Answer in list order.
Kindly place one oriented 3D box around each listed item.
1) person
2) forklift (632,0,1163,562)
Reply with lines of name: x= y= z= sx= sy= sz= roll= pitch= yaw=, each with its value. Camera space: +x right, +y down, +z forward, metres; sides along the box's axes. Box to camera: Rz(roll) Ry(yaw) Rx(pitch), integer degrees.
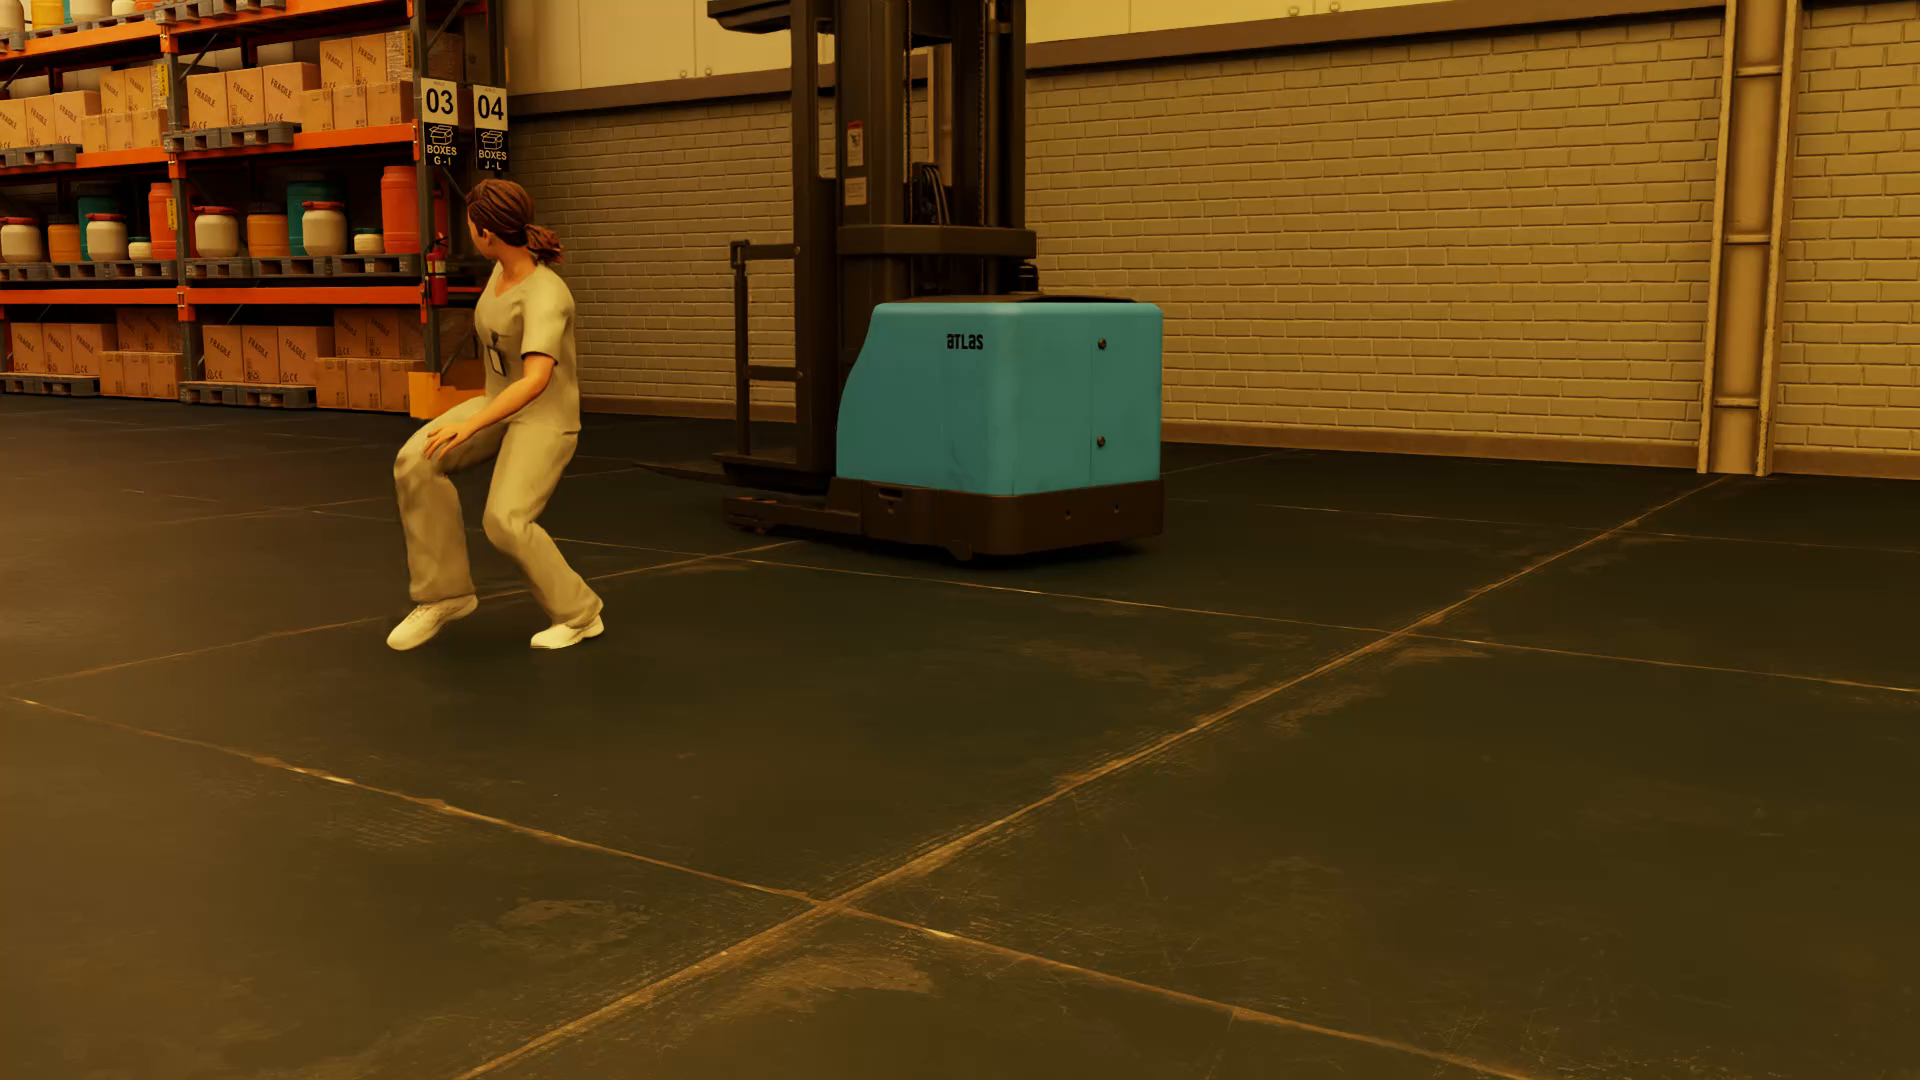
person: x=-1.491 y=-0.381 z=5.237 sx=0.667 sy=1.453 sz=0.674 roll=6 pitch=10 yaw=36
forklift: x=-0.482 y=-1.517 z=7.864 sx=1.130 sy=2.935 sz=3.031 roll=-7 pitch=11 yaw=-43
